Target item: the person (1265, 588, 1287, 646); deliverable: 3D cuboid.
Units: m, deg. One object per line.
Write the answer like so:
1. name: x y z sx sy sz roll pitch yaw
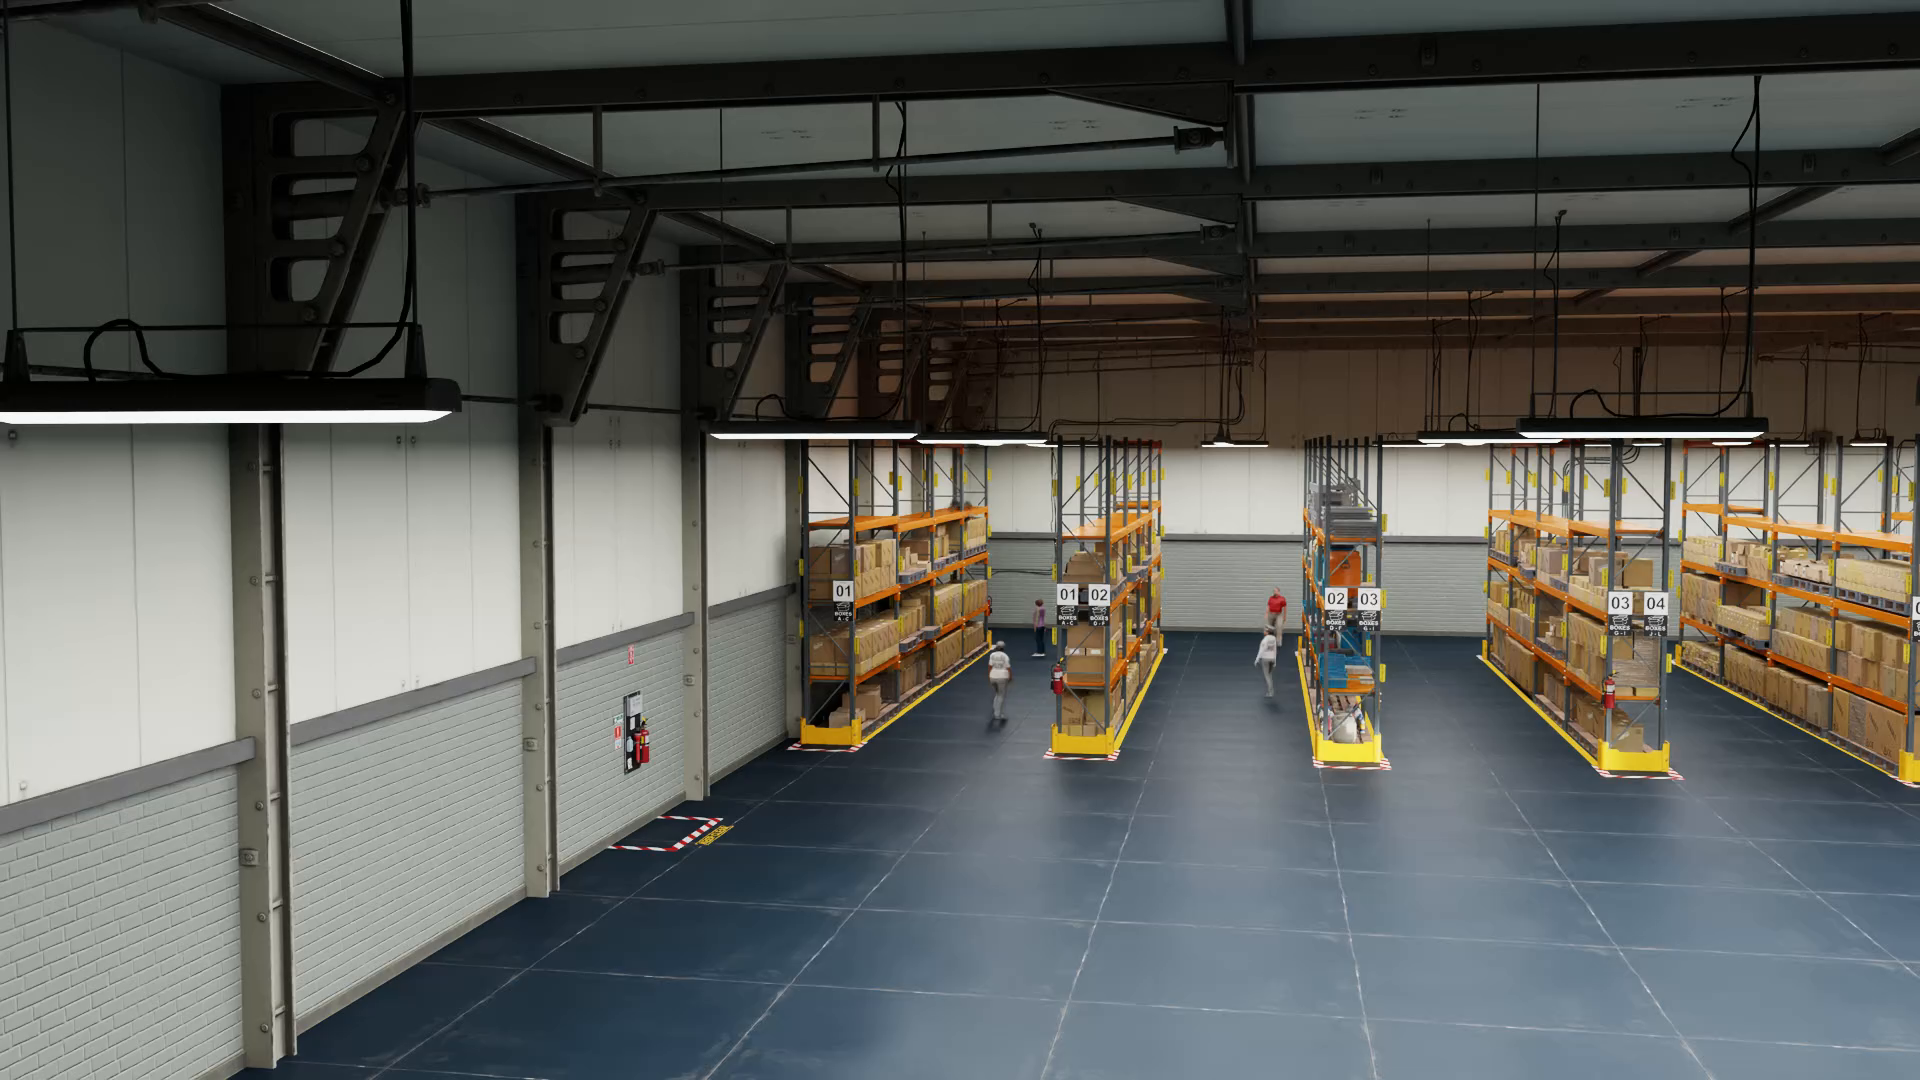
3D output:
1. person: 9.227 2.233 48.615 0.630 1.672 0.979 0 3 9

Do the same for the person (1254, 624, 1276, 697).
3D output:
1. person: 7.108 2.816 38.515 0.529 1.746 0.516 -2 4 -29

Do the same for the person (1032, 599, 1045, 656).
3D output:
1. person: 2.188 2.426 46.089 0.336 1.608 0.495 2 3 26

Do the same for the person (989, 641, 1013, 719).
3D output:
1. person: 0.892 2.987 35.348 0.483 1.699 0.466 3 4 44

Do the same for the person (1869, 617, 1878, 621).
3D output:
1. person: 24.910 2.450 45.159 0.845 1.629 0.461 0 3 5
